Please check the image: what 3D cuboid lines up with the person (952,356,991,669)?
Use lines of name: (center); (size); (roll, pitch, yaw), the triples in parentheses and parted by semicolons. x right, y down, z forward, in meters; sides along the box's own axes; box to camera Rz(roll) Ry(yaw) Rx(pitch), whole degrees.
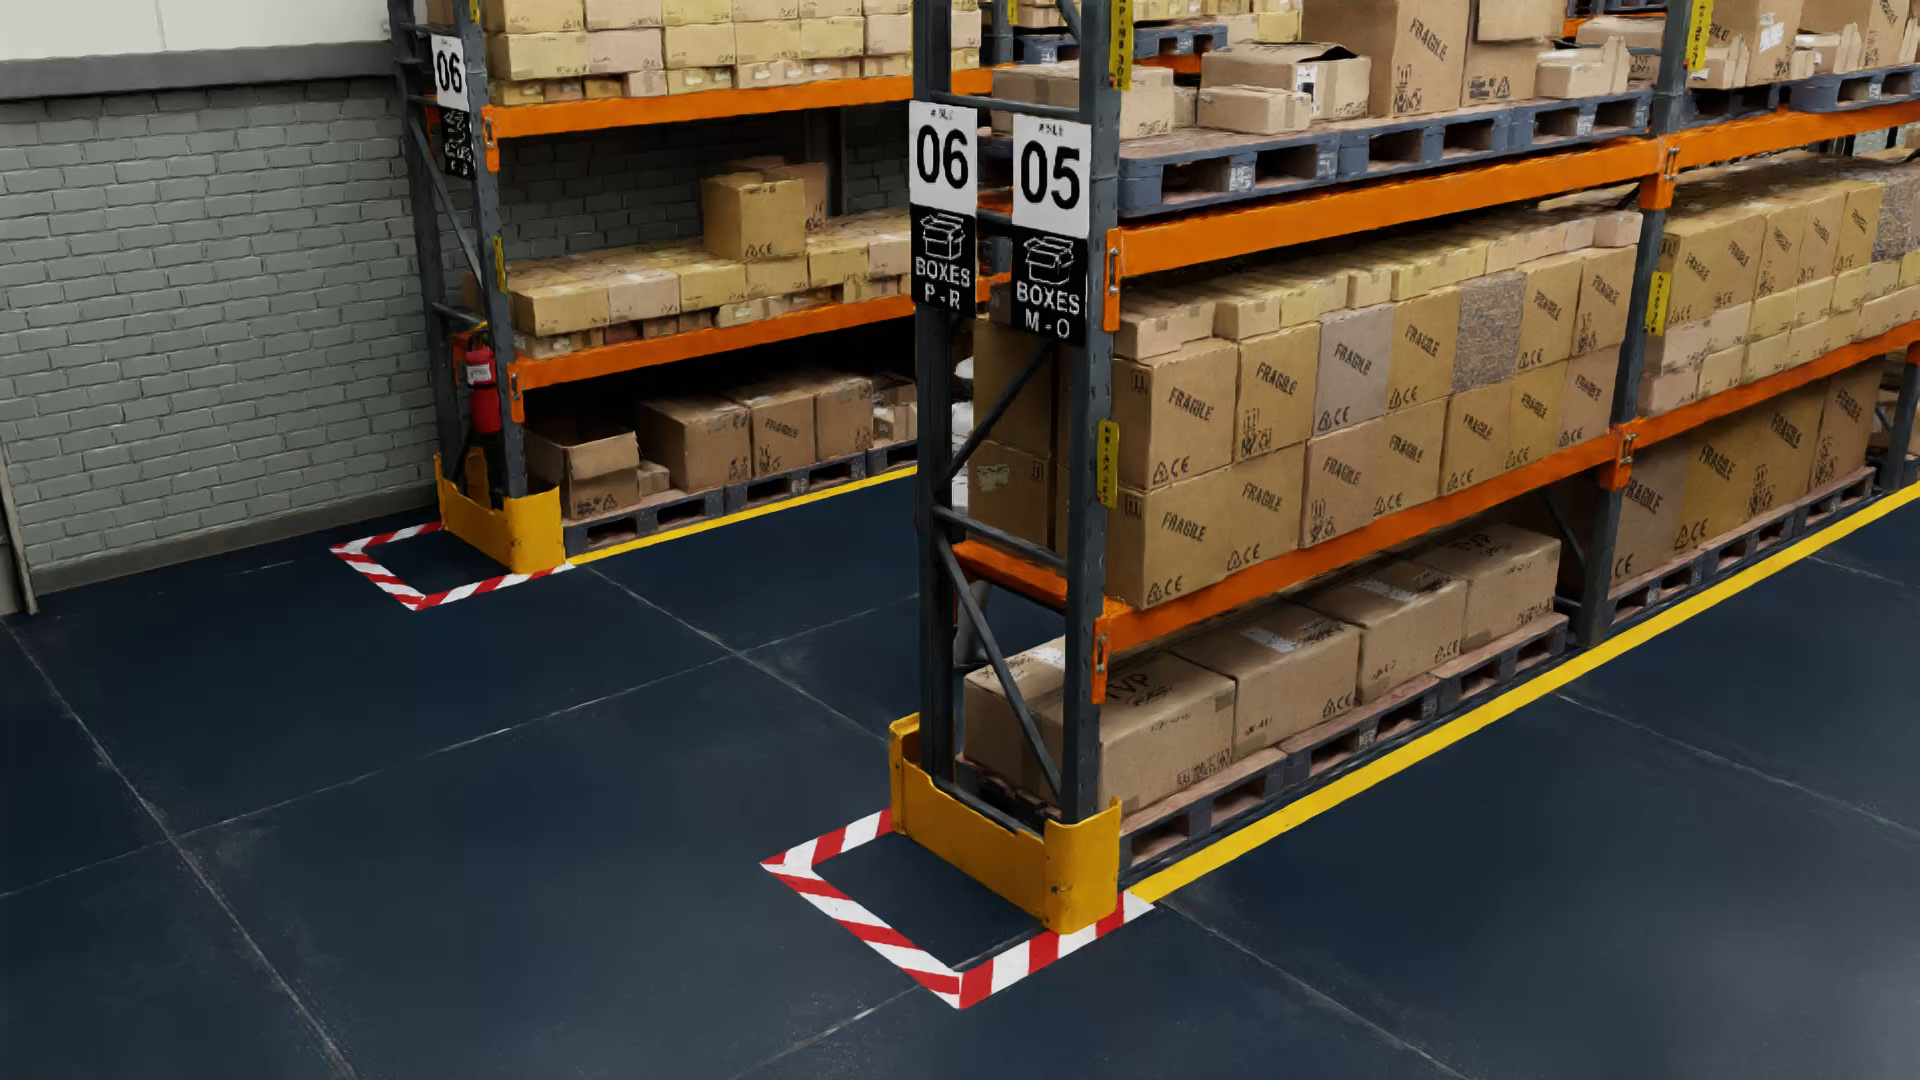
person: (0.054, -0.178, 9.058); (0.559, 1.633, 0.699); (11, 24, 26)
